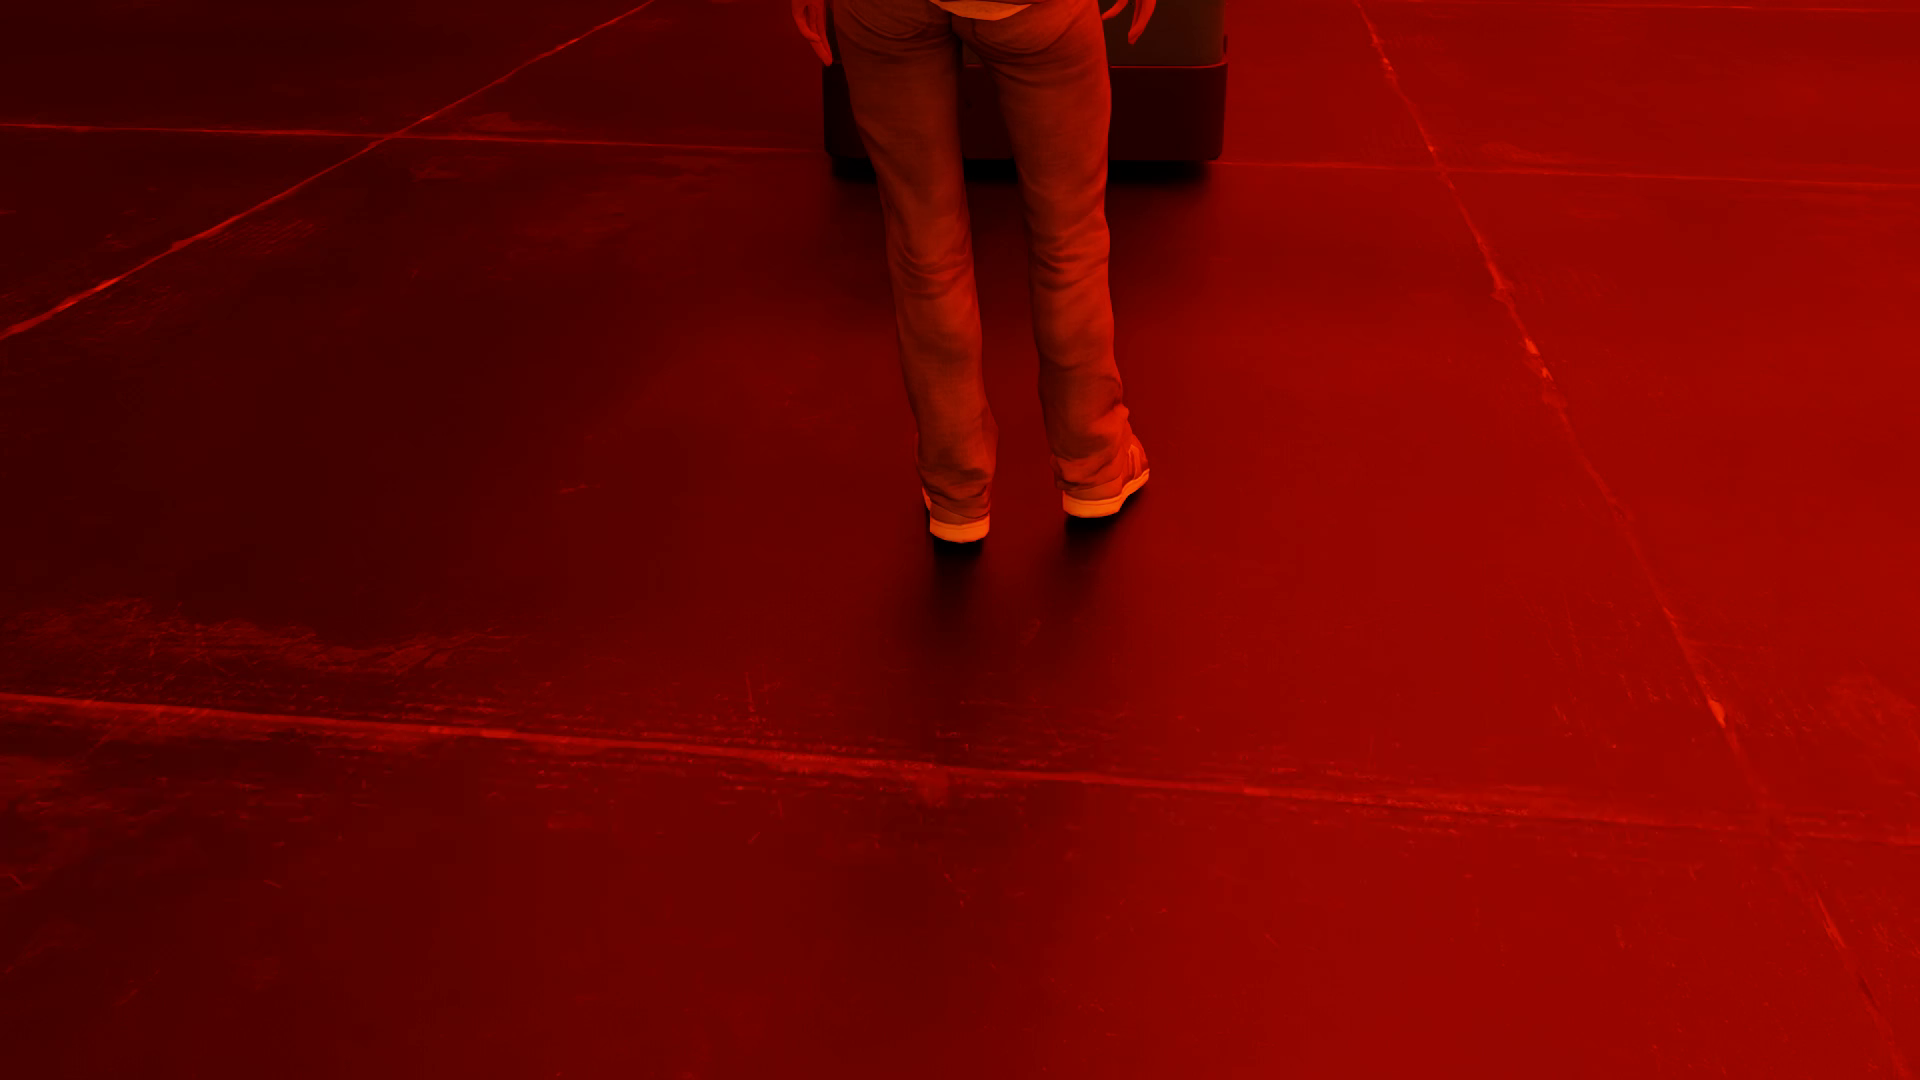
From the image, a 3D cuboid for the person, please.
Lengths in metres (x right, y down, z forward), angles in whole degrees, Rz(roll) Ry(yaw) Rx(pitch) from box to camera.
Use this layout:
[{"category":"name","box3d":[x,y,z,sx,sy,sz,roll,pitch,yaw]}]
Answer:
[{"category":"person","box3d":[0.024,-0.753,2.204,0.520,1.597,0.475,3,27,7]}]

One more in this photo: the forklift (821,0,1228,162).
[{"category":"forklift","box3d":[0.225,-2.908,5.046,1.130,2.935,3.031,1,27,2]}]
